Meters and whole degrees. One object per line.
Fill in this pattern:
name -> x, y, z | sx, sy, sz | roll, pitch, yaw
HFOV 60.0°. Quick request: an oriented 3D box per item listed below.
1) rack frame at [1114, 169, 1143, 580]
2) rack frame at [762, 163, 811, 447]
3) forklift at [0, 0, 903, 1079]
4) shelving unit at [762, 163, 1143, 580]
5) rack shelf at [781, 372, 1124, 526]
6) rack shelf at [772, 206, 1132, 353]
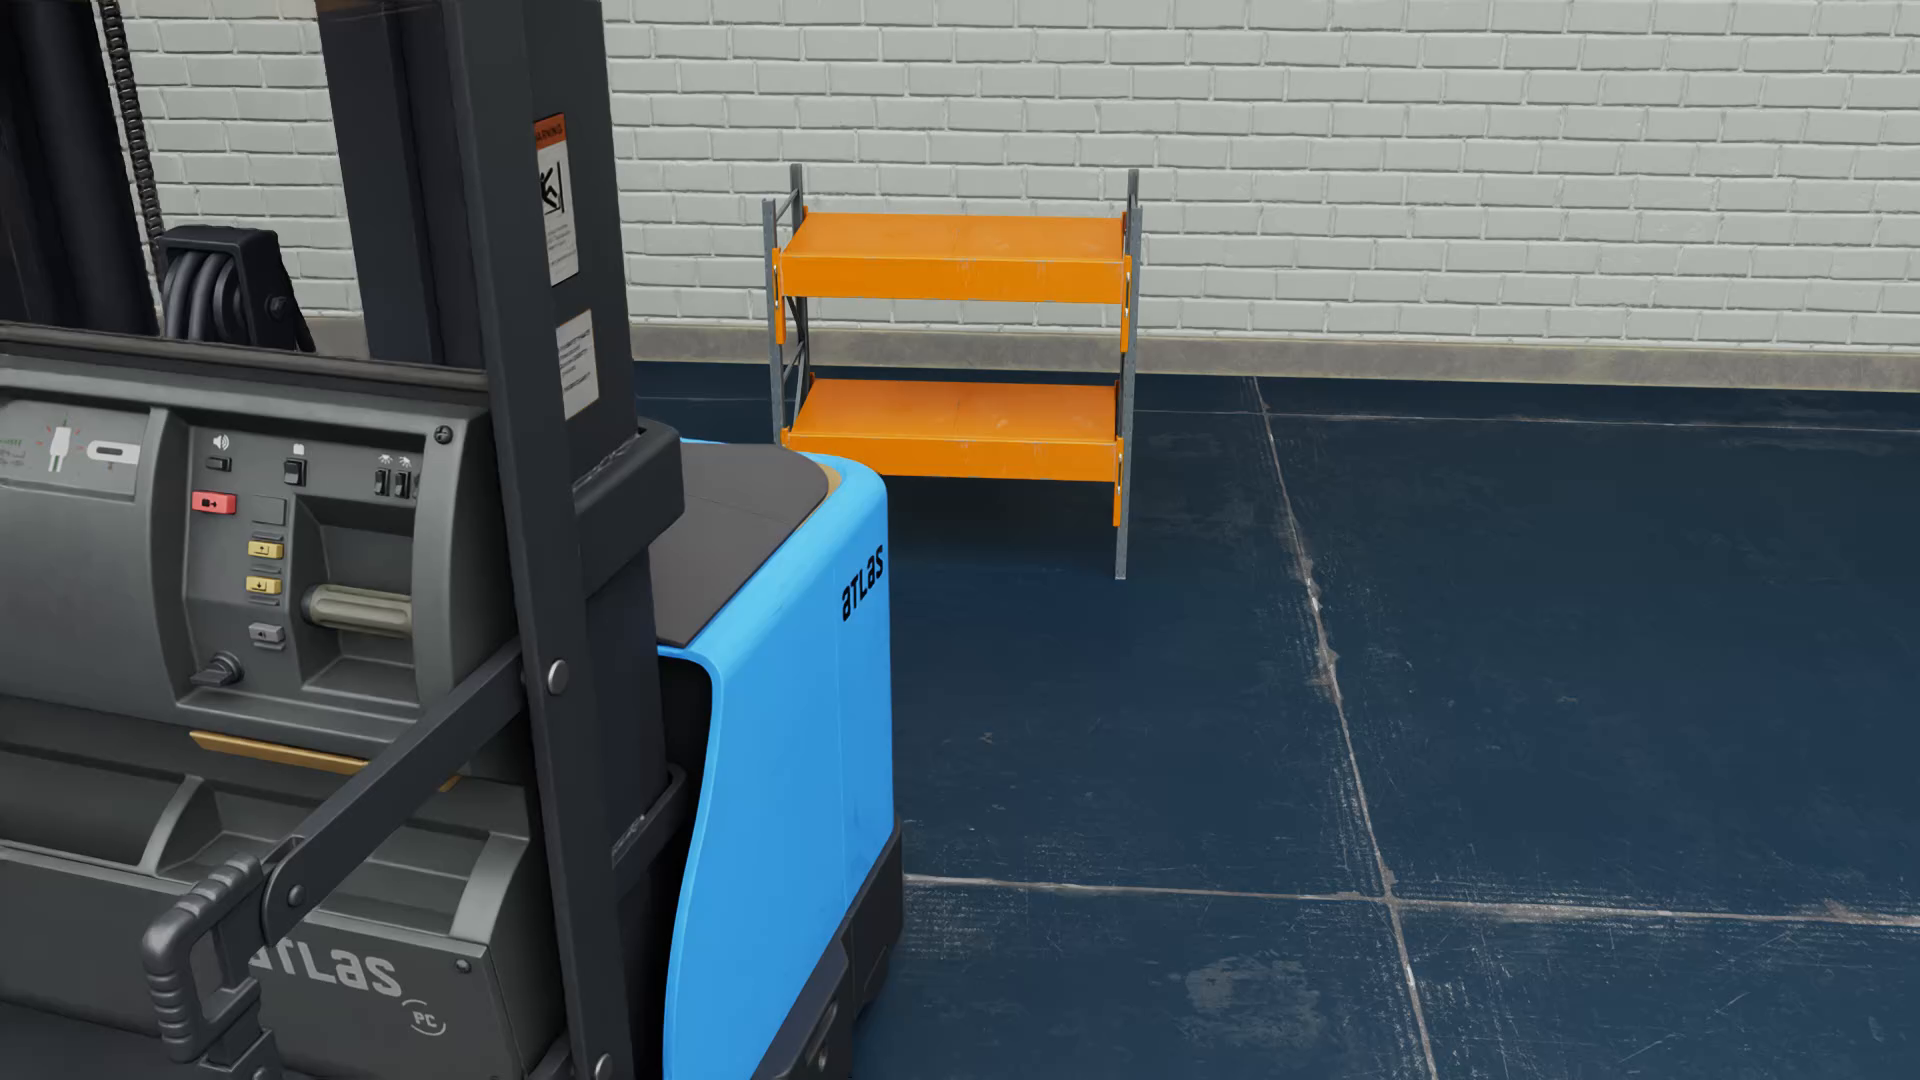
rack frame -> 0.500, -0.495, 4.980 | 0.032, 1.125, 0.500 | 2, 25, 4
rack frame -> -0.514, -0.527, 5.051 | 0.032, 1.125, 0.500 | 2, 25, 4
forklift -> -1.024, 0.030, 1.679 | 1.130, 2.935, 3.031 | 7, 26, 15
shelving unit -> -0.007, -0.511, 5.015 | 1.048, 1.125, 0.538 | 2, 25, 4
rack shelf -> -0.007, -0.289, 5.118 | 1.000, 0.278, 0.538 | 2, 25, 4
rack shelf -> -0.007, -0.777, 4.893 | 1.000, 0.278, 0.538 | 2, 25, 4
